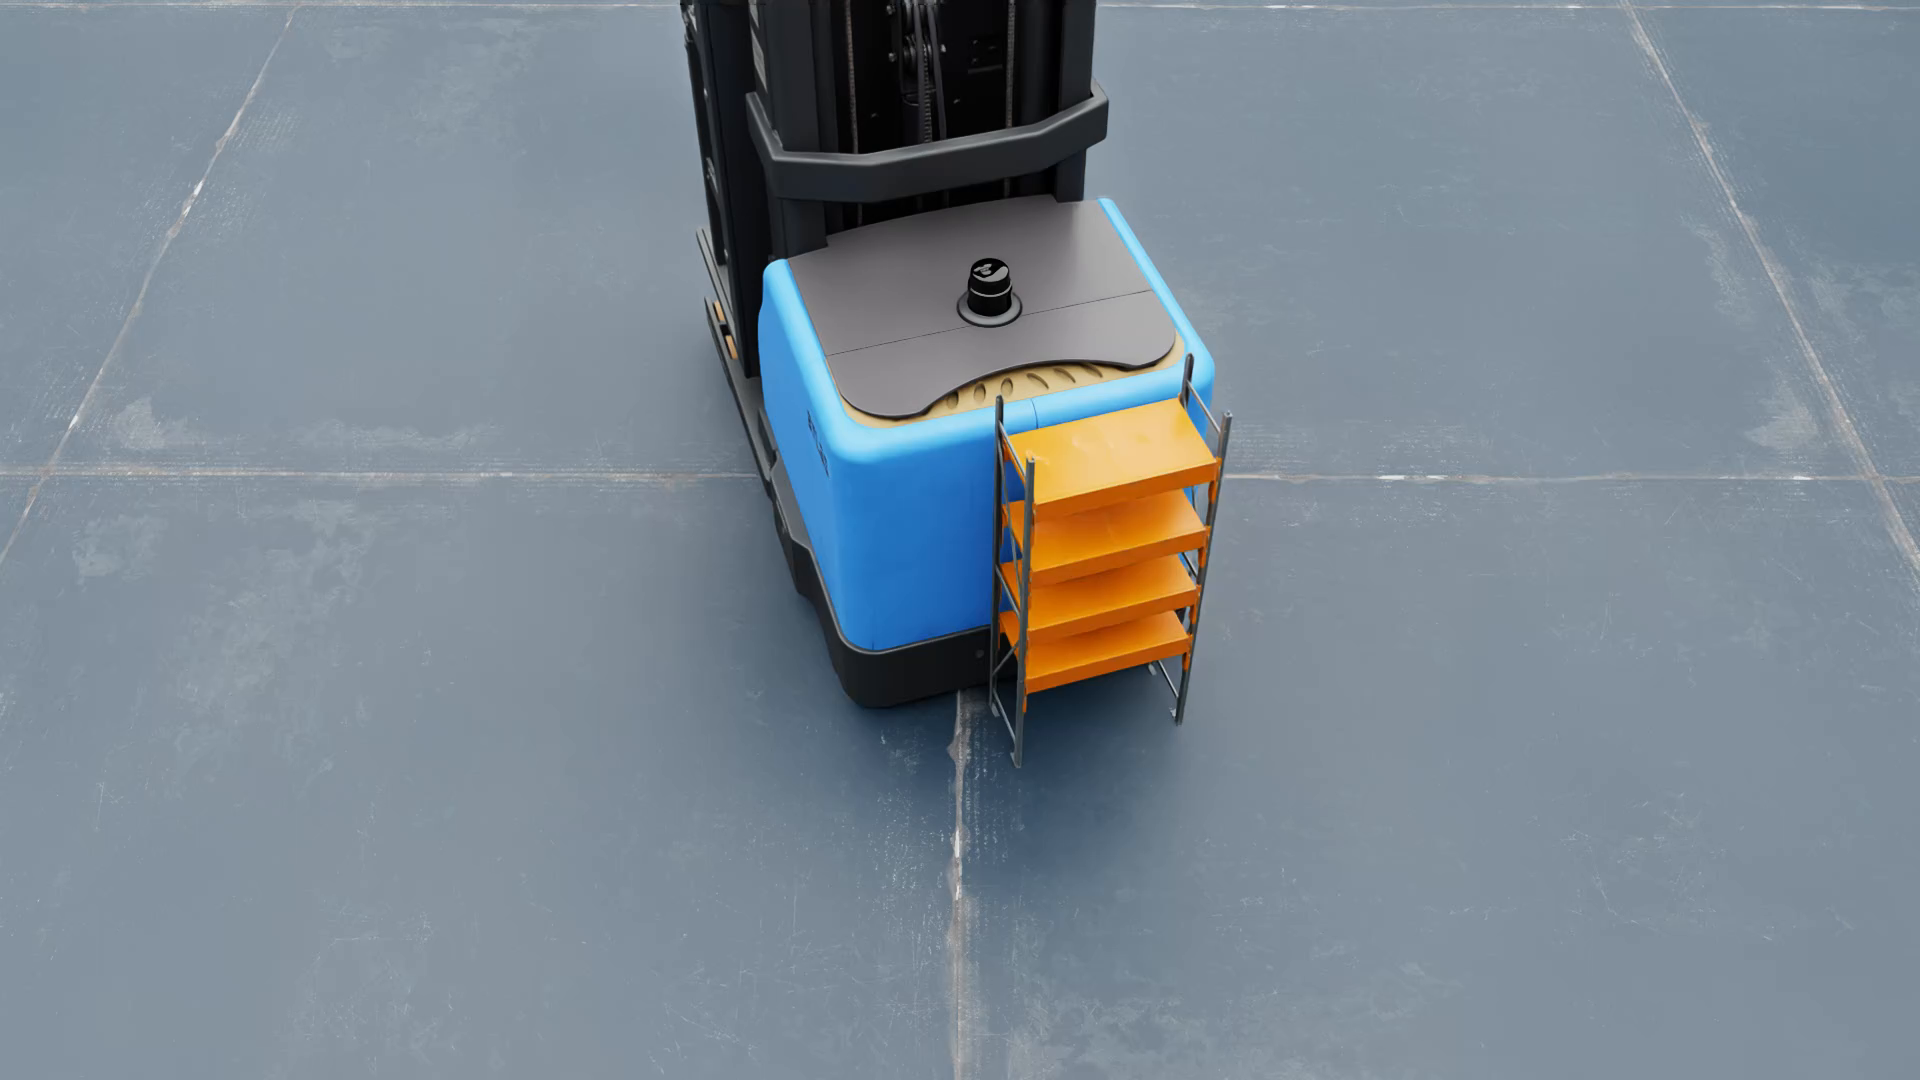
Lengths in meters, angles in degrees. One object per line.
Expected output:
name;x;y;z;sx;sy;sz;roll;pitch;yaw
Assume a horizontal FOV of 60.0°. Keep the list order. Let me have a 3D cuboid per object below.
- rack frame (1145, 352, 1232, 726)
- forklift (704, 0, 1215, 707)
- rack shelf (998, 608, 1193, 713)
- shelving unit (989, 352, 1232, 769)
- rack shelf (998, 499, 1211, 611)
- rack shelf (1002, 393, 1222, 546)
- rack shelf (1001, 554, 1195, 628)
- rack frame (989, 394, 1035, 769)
rack frame;0.592;0.038;4.395;0.015;1.200;0.240;-13;48;-12
forklift;-0.095;-1.224;4.431;1.129;2.867;1.939;-13;48;-12
rack shelf;0.360;0.274;4.538;0.480;0.148;0.258;-13;48;-12
shelving unit;0.360;0.093;4.344;0.503;1.200;0.258;-13;48;-12
rack shelf;0.360;-0.014;4.229;0.480;0.148;0.258;-13;48;-12
rack shelf;0.360;-0.175;4.056;0.480;0.148;0.258;-13;48;-12
rack shelf;0.360;0.112;4.365;0.457;0.050;0.221;-13;48;-12
rack frame;0.128;0.148;4.293;0.015;1.200;0.240;-13;48;-12
